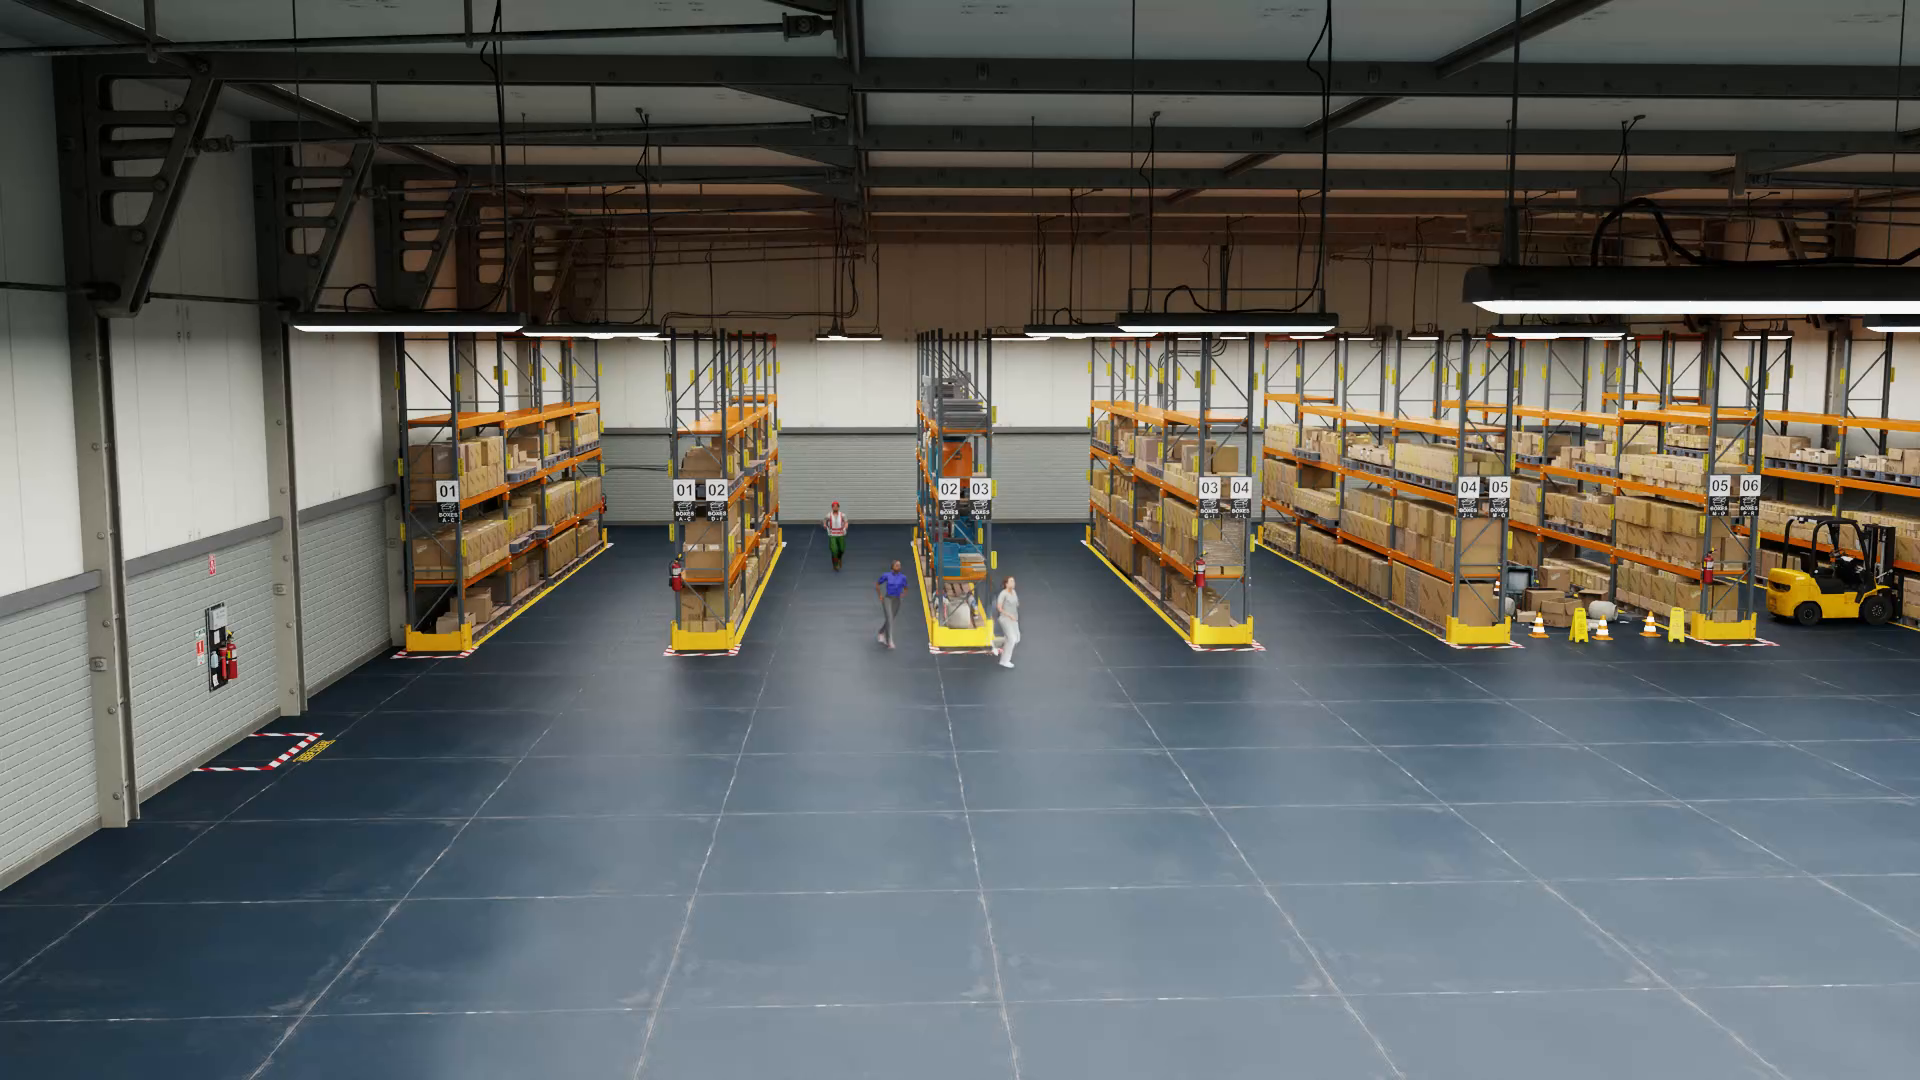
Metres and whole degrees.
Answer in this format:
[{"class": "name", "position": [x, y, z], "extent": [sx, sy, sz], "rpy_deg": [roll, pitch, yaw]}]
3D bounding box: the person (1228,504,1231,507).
[{"class": "person", "position": [7.566, -0.437, 45.257], "extent": [0.668, 1.734, 0.713], "rpy_deg": [1, 7, 6]}]

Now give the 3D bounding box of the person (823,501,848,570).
[{"class": "person", "position": [-3.141, -0.105, 42.119], "extent": [0.634, 1.739, 0.605], "rpy_deg": [-1, 7, -10]}]

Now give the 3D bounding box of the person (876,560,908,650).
[{"class": "person", "position": [-1.280, 1.203, 31.593], "extent": [0.594, 1.667, 0.802], "rpy_deg": [-4, 8, -28]}]

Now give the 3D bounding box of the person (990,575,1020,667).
[{"class": "person", "position": [0.814, 1.433, 29.685], "extent": [0.641, 1.644, 0.584], "rpy_deg": [5, 8, 36]}]
